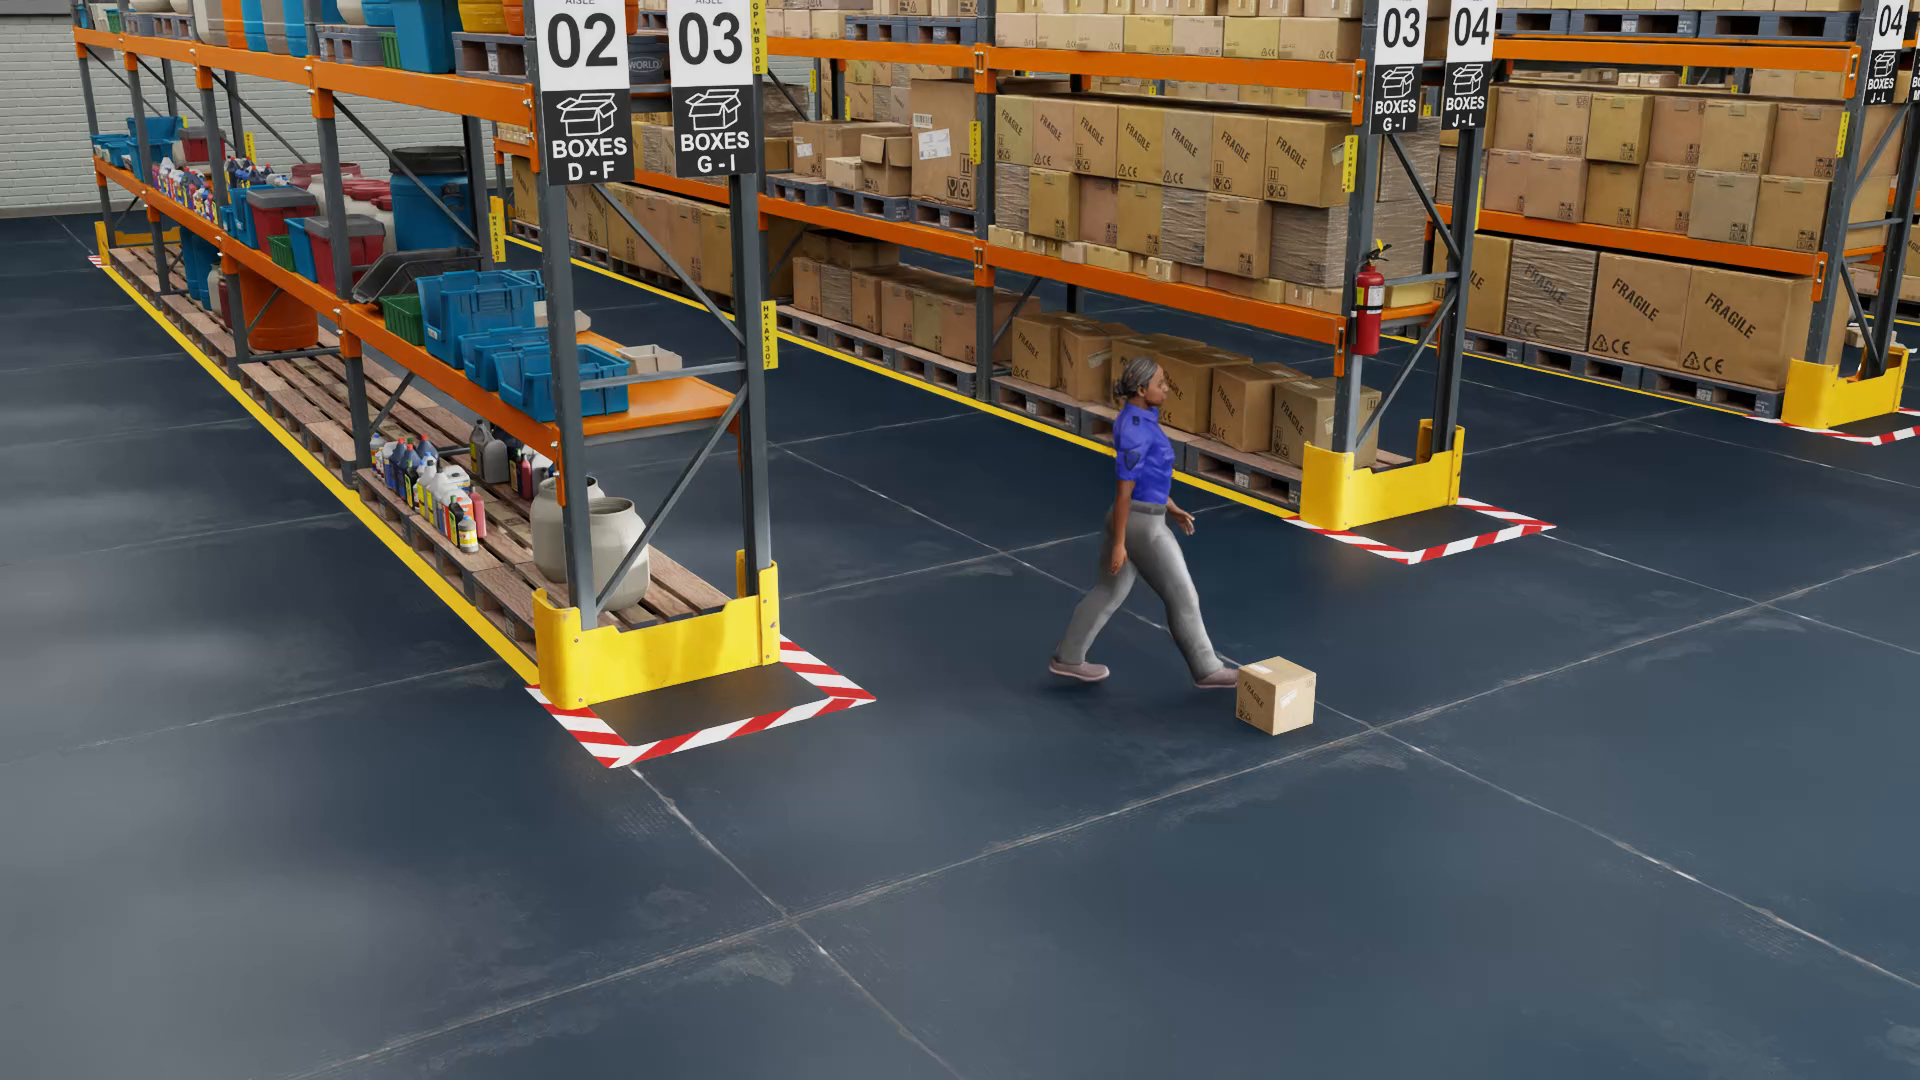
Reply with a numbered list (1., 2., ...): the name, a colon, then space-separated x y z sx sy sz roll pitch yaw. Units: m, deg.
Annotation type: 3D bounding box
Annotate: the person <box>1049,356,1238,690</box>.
1. person: 0.915 -0.078 7.793 0.966 1.599 0.458 -1 18 -4
